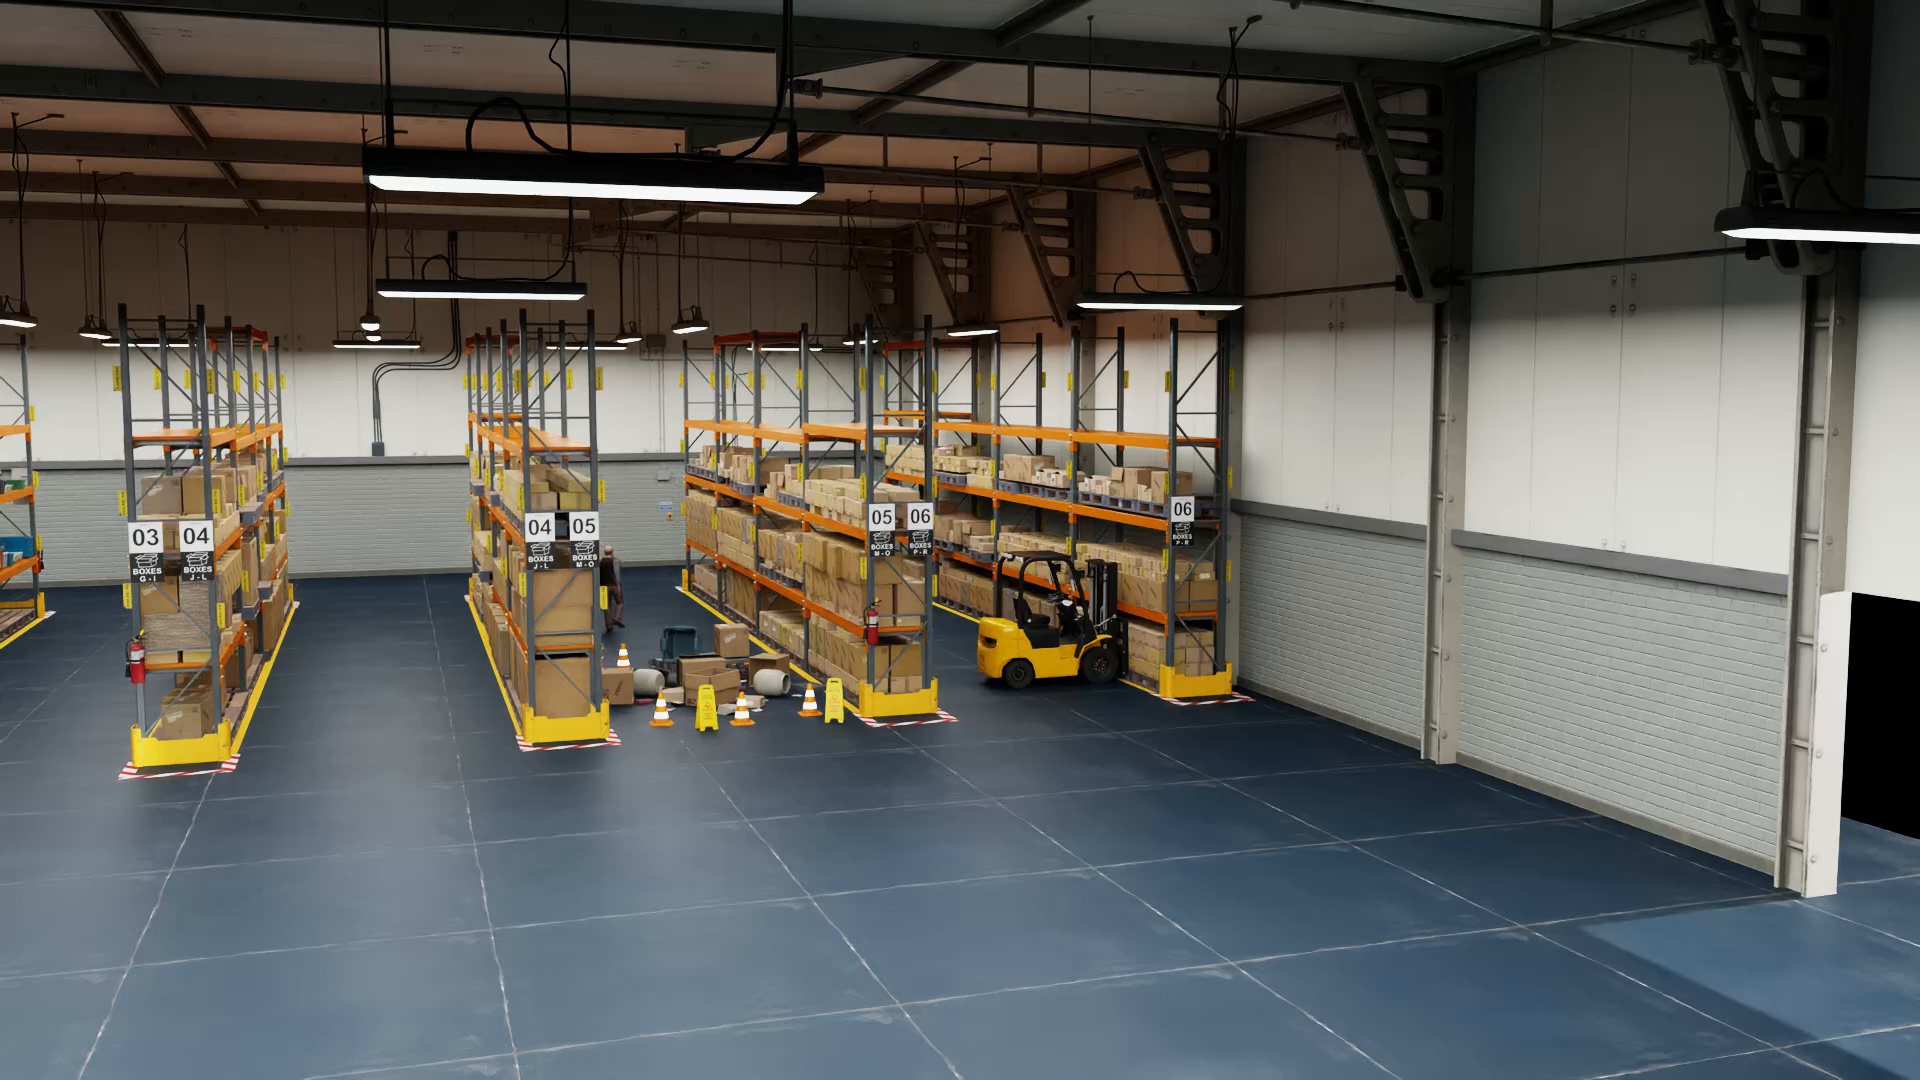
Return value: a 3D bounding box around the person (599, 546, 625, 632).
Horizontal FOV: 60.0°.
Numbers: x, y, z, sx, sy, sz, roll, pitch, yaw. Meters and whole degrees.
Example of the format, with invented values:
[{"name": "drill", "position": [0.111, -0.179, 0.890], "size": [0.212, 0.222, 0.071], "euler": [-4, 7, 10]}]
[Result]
[{"name": "person", "position": [-7.038, 0.968, 33.429], "size": [0.560, 1.707, 0.494], "euler": [0, 5, -1]}]
